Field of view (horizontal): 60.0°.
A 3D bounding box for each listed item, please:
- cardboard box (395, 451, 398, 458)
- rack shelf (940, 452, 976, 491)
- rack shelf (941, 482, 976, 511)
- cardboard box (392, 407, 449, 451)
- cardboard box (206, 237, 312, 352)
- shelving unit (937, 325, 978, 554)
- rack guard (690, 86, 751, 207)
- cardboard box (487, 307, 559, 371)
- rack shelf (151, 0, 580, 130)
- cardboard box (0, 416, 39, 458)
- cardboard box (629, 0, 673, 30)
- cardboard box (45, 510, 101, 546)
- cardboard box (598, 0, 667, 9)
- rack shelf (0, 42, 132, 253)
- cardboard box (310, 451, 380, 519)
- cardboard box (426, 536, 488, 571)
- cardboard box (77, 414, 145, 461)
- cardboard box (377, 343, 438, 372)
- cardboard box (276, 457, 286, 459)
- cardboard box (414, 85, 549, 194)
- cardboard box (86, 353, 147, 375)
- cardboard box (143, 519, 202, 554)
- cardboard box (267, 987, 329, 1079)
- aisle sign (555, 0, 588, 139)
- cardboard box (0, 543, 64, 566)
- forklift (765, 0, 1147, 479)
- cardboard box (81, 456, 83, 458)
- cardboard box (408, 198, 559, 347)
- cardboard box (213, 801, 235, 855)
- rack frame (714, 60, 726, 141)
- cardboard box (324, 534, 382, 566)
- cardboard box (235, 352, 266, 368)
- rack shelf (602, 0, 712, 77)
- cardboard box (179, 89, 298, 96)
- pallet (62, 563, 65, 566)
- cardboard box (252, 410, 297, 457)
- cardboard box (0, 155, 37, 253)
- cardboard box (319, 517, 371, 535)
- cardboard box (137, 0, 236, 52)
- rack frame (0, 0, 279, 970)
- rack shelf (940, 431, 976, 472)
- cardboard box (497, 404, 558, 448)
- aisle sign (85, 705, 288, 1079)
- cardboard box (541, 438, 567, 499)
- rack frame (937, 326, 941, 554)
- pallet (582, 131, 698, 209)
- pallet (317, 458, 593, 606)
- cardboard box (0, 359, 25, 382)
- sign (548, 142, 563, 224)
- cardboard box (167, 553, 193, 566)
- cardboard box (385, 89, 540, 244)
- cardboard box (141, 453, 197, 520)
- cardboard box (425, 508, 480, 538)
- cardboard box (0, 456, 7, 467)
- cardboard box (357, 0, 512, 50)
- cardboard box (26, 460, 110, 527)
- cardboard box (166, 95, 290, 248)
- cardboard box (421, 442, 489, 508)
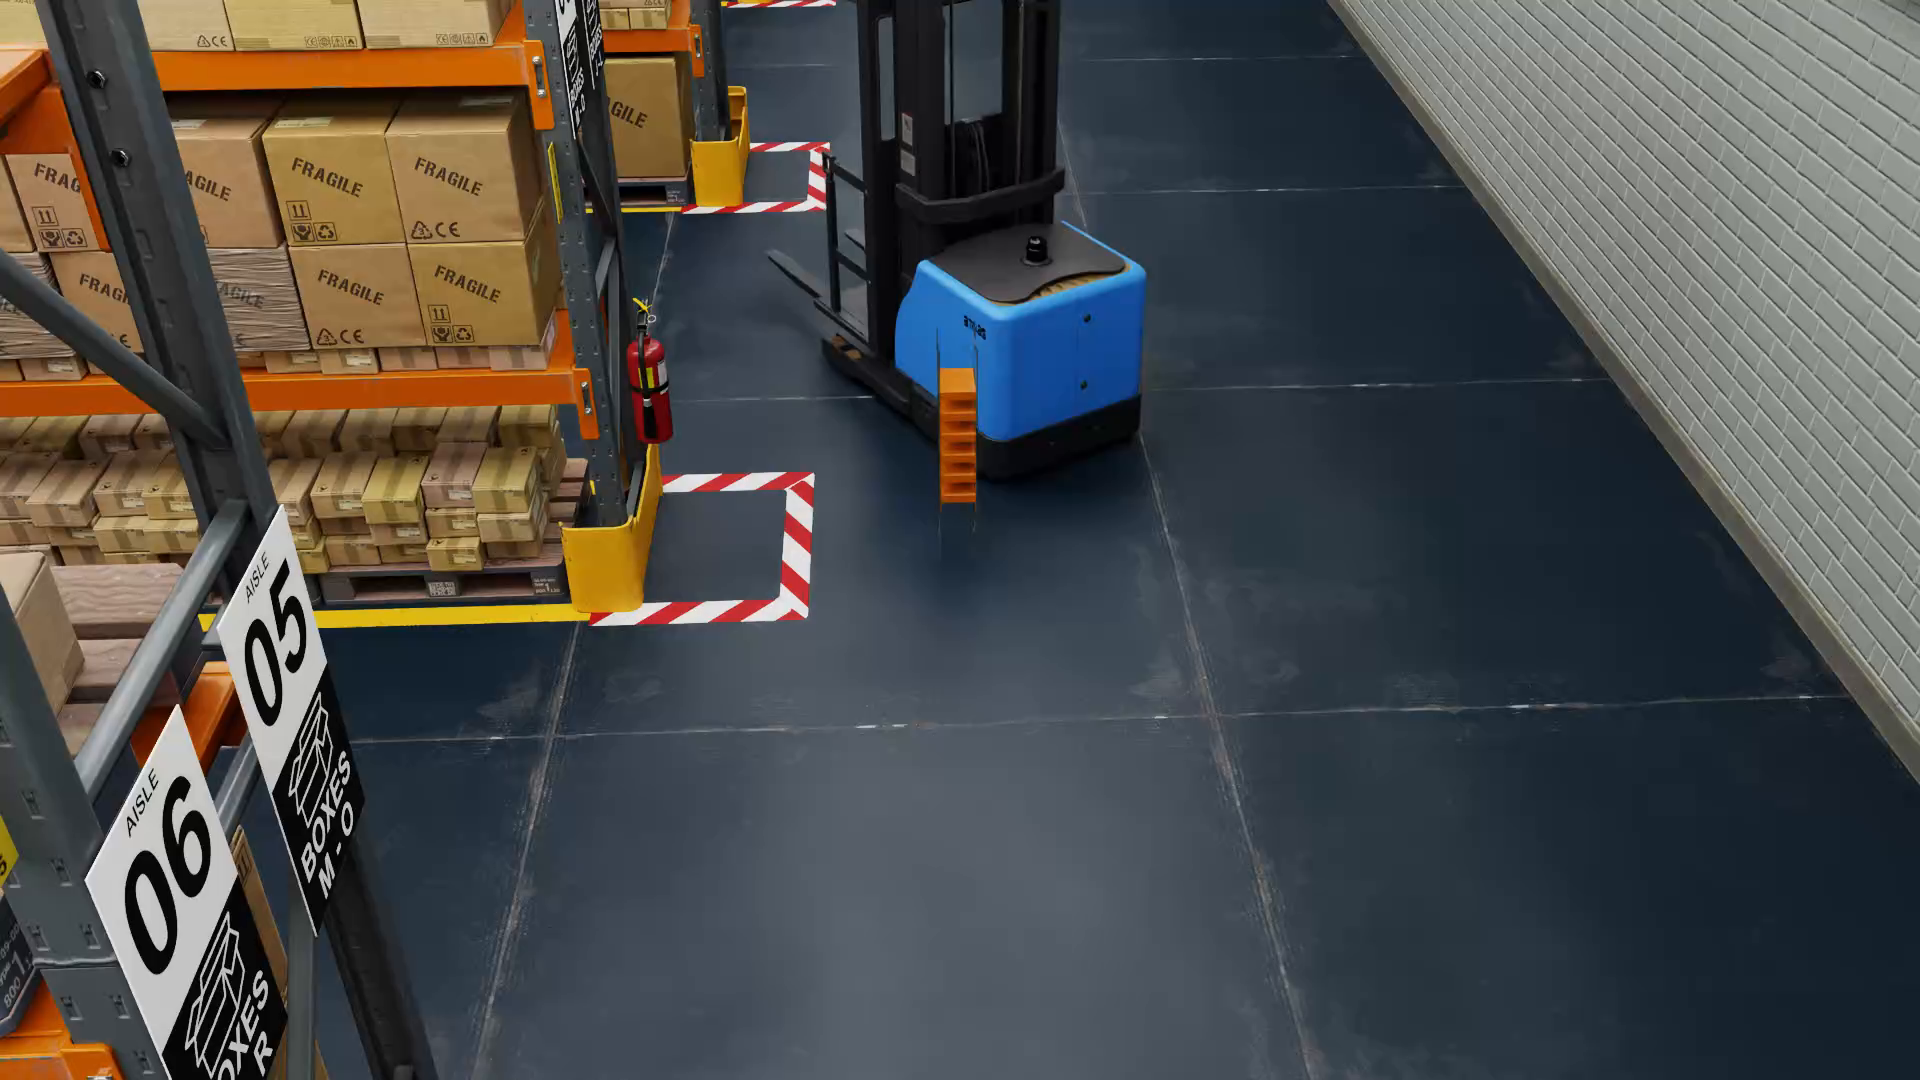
[{"bbox_3d":[-3.018,-0.486,8.691,0.250,0.149,0.380,-1,35,-1],"label":"cardboard box"},{"bbox_3d":[-0.014,-0.358,8.502,0.180,0.103,0.258,-2,35,-2],"label":"rack shelf"},{"bbox_3d":[-0.014,-0.259,8.570,0.180,0.103,0.258,-2,35,-2],"label":"rack shelf"},{"bbox_3d":[-2.771,-0.623,8.628,0.250,0.149,0.380,-2,35,-2],"label":"cardboard box"},{"bbox_3d":[-3.161,-1.184,7.476,0.500,0.500,0.500,-1,35,-2],"label":"cardboard box"},{"bbox_3d":[-0.014,-0.493,8.408,0.189,1.200,0.258,-2,35,-2],"label":"shelving unit"},{"bbox_3d":[-1.814,-3.004,12.651,0.348,0.500,1.175,-2,35,-2],"label":"rack guard"},{"bbox_3d":[-2.016,-0.936,7.688,0.250,0.149,0.380,-1,35,-2],"label":"cardboard box"},{"bbox_3d":[-3.702,-2.093,7.134,4.000,0.370,1.077,-2,35,-2],"label":"rack shelf"},{"bbox_3d":[-4.855,-0.544,8.514,0.250,0.149,0.380,-2,35,-3],"label":"cardboard box"},{"bbox_3d":[-2.178,-3.731,11.726,0.250,0.149,0.380,-1,35,-1],"label":"cardboard box"},{"bbox_3d":[-4.287,-0.136,8.186,0.250,0.149,0.380,0,35,0],"label":"cardboard box"},{"bbox_3d":[-2.310,-3.928,11.660,0.500,0.250,0.500,-2,35,-3],"label":"cardboard box"},{"bbox_3d":[-3.367,-0.351,2.333,4.000,0.370,1.077,-2,35,-2],"label":"rack shelf"},{"bbox_3d":[-2.989,-0.271,8.120,0.250,0.149,0.380,-3,35,-4],"label":"cardboard box"},{"bbox_3d":[-2.472,-0.012,8.268,0.250,0.149,0.380,-1,35,-1],"label":"cardboard box"},{"bbox_3d":[-4.326,-0.566,8.546,0.250,0.149,0.380,-3,35,-5],"label":"cardboard box"},{"bbox_3d":[-2.516,-0.936,7.687,0.250,0.149,0.380,-2,35,-3],"label":"cardboard box"},{"bbox_3d":[-3.547,-0.394,8.558,0.250,0.149,0.380,0,35,0],"label":"cardboard box"},{"bbox_3d":[-2.165,-1.922,7.664,0.500,0.500,0.500,-2,35,-3],"label":"cardboard box"},{"bbox_3d":[-3.822,-0.916,7.659,0.250,0.149,0.380,0,35,0],"label":"cardboard box"},{"bbox_3d":[-3.784,-0.099,8.133,0.250,0.149,0.380,-1,35,-2],"label":"cardboard box"},{"bbox_3d":[-1.862,1.411,3.988,0.500,0.500,0.500,-2,35,-3],"label":"cardboard box"},{"bbox_3d":[-1.617,-2.109,6.878,0.004,0.787,0.394,-2,35,-2],"label":"aisle sign"},{"bbox_3d":[-4.558,-0.007,8.261,0.250,0.149,0.380,-2,35,-3],"label":"cardboard box"},{"bbox_3d":[-0.197,-2.340,9.555,1.130,2.935,3.031,-20,40,-27],"label":"forklift"},{"bbox_3d":[-4.608,-0.396,8.561,0.250,0.149,0.380,-1,35,-2],"label":"cardboard box"},{"bbox_3d":[-2.141,-1.214,7.519,0.500,0.500,0.500,-1,35,-1],"label":"cardboard box"},{"bbox_3d":[-1.737,0.735,3.515,0.250,0.149,0.380,-1,35,-1],"label":"cardboard box"},{"bbox_3d":[-1.838,-4.029,11.936,0.053,2.616,0.949,-2,35,-2],"label":"rack frame"},{"bbox_3d":[-2.986,-0.040,8.308,0.250,0.149,0.380,-1,35,-2],"label":"cardboard box"},{"bbox_3d":[-3.307,-0.952,7.710,0.250,0.149,0.380,-3,35,-4],"label":"cardboard box"},{"bbox_3d":[-3.836,-3.681,12.066,4.000,0.370,1.077,-2,35,-2],"label":"rack shelf"},{"bbox_3d":[-3.190,-1.904,7.637,0.500,0.500,0.500,-2,35,-3],"label":"cardboard box"},{"bbox_3d":[-5.030,0.007,8.554,1.213,0.211,1.003,-2,35,-2],"label":"pallet"},{"bbox_3d":[-3.557,-0.586,8.575,0.250,0.149,0.380,-1,35,-1],"label":"cardboard box"},{"bbox_3d":[-4.216,-1.568,7.152,0.500,0.500,0.500,-1,35,-1],"label":"cardboard box"},{"bbox_3d":[-3.010,-0.192,8.266,0.250,0.149,0.380,-2,35,-3],"label":"cardboard box"},{"bbox_3d":[-3.151,-2.194,6.781,0.500,0.250,0.500,0,35,0],"label":"cardboard box"},{"bbox_3d":[-1.369,-0.865,2.092,0.127,3.000,1.000,-2,35,-2],"label":"rack frame"},{"bbox_3d":[-0.014,-0.456,8.433,0.180,0.103,0.258,-2,35,-2],"label":"rack shelf"},{"bbox_3d":[-2.244,-0.633,8.642,0.250,0.149,0.380,-3,35,-4],"label":"cardboard box"},{"bbox_3d":[-1.282,0.707,2.808,0.004,0.787,0.394,-2,35,-2],"label":"aisle sign"},{"bbox_3d":[-2.243,-0.377,8.795,0.250,0.149,0.380,-1,35,-1],"label":"cardboard box"},{"bbox_3d":[-0.106,-0.491,8.404,0.006,1.200,0.240,-2,35,-2],"label":"rack frame"},{"bbox_3d":[-2.633,-2.818,12.637,1.213,0.211,1.003,-2,35,-2],"label":"pallet"},{"bbox_3d":[-2.593,-0.059,8.649,1.213,0.211,1.003,-2,35,-2],"label":"pallet"},{"bbox_3d":[-4.356,-0.879,7.606,0.250,0.149,0.380,-1,35,-1],"label":"cardboard box"},{"bbox_3d":[-1.698,-1.499,6.985,0.005,0.325,0.100,-2,35,-2],"label":"sign"},{"bbox_3d":[-3.768,-0.037,8.304,0.250,0.149,0.380,-1,35,-1],"label":"cardboard box"},{"bbox_3d":[-2.149,-1.630,7.241,0.500,0.500,0.500,-2,35,-3],"label":"cardboard box"},{"bbox_3d":[-3.784,-0.265,8.111,0.250,0.149,0.380,-1,35,-2],"label":"cardboard box"},{"bbox_3d":[-2.481,-0.179,8.247,0.250,0.149,0.380,-2,35,-3],"label":"cardboard box"},{"bbox_3d":[-4.817,-0.246,8.083,0.250,0.149,0.380,-2,35,-3],"label":"cardboard box"},{"bbox_3d":[-2.146,-2.218,6.815,0.500,0.250,0.500,-2,35,-3],"label":"cardboard box"},{"bbox_3d":[-4.300,-0.227,8.055,0.250,0.149,0.380,-1,35,-1],"label":"cardboard box"},{"bbox_3d":[-3.175,-1.597,7.194,0.500,0.500,0.500,0,35,0],"label":"cardboard box"},{"bbox_3d":[-2.475,-0.322,8.192,0.250,0.149,0.380,-1,35,-1],"label":"cardboard box"}]
